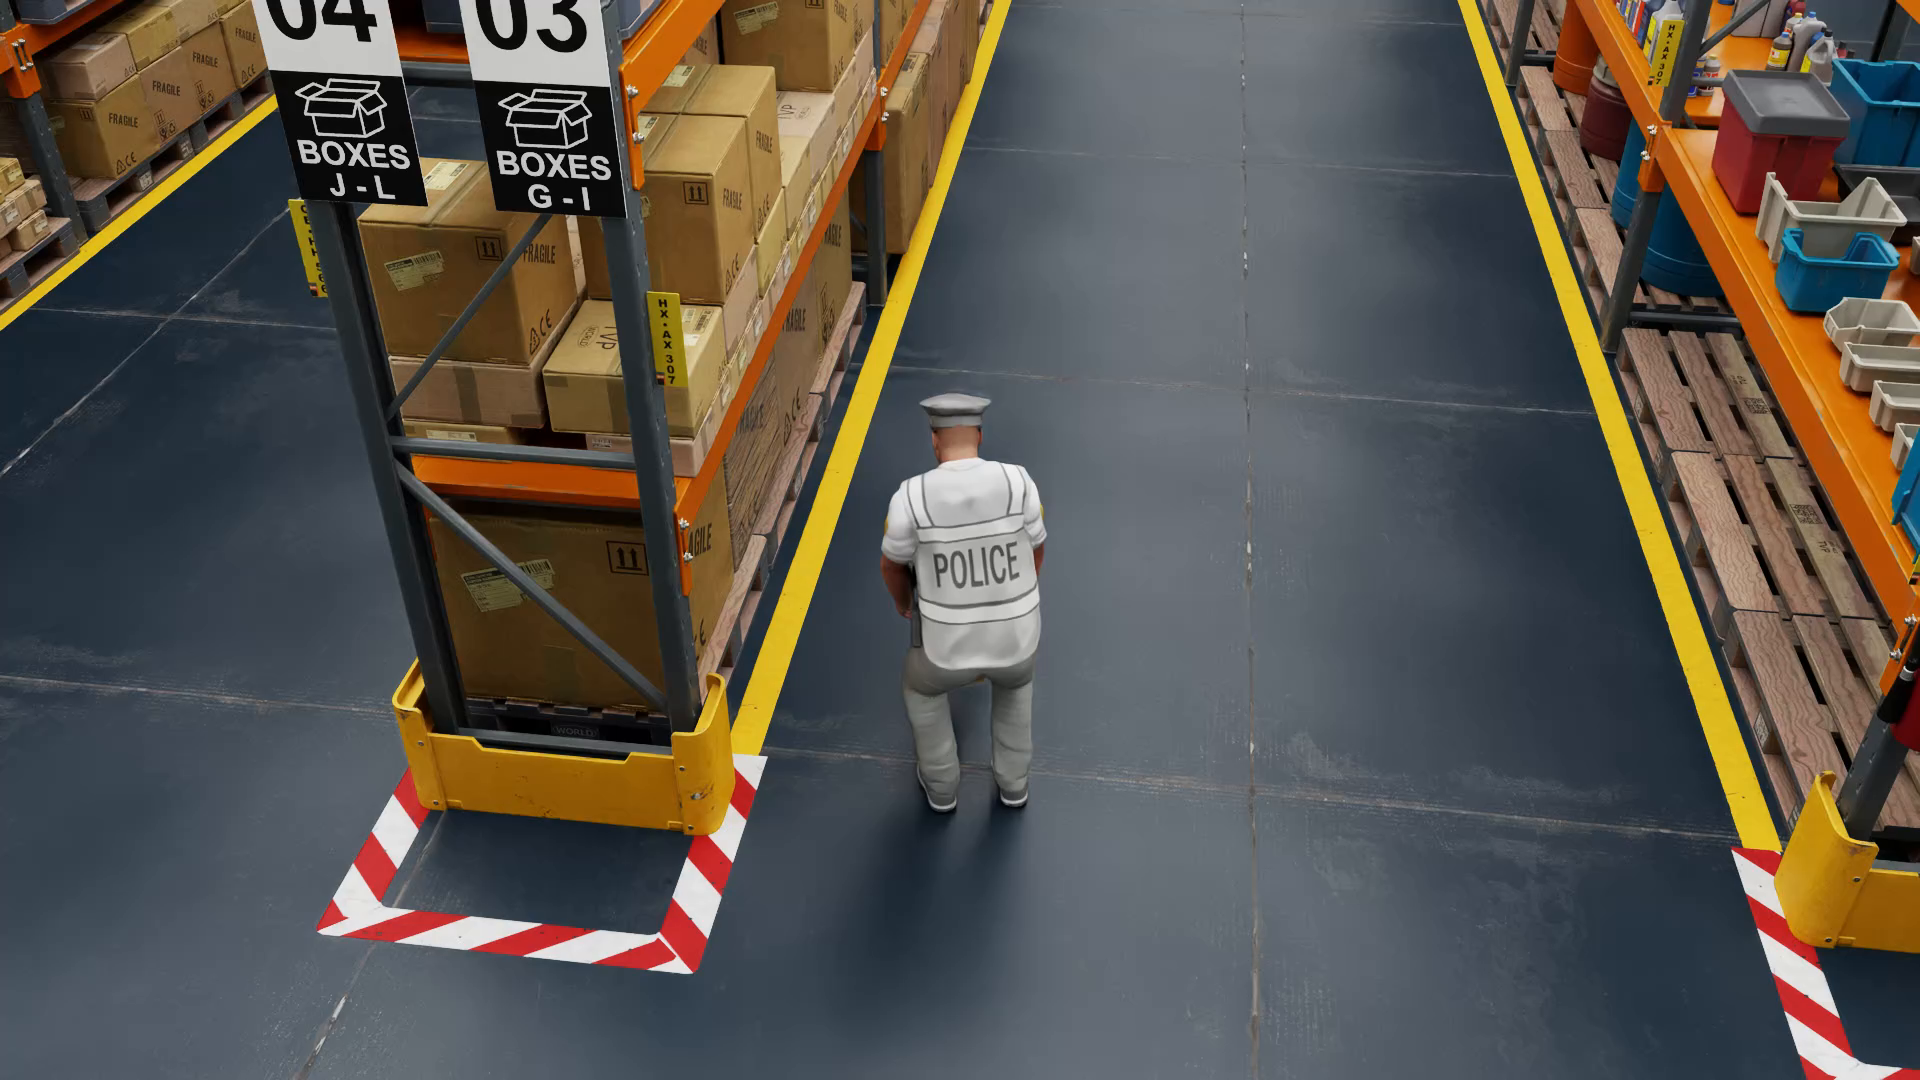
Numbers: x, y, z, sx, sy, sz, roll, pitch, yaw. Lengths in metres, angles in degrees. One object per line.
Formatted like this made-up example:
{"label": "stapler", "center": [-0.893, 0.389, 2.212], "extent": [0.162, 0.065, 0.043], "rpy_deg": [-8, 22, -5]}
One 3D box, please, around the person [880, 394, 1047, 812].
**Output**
{"label": "person", "center": [0.013, 0.268, 5.900], "extent": [0.578, 1.614, 0.634], "rpy_deg": [-4, 36, -5]}
